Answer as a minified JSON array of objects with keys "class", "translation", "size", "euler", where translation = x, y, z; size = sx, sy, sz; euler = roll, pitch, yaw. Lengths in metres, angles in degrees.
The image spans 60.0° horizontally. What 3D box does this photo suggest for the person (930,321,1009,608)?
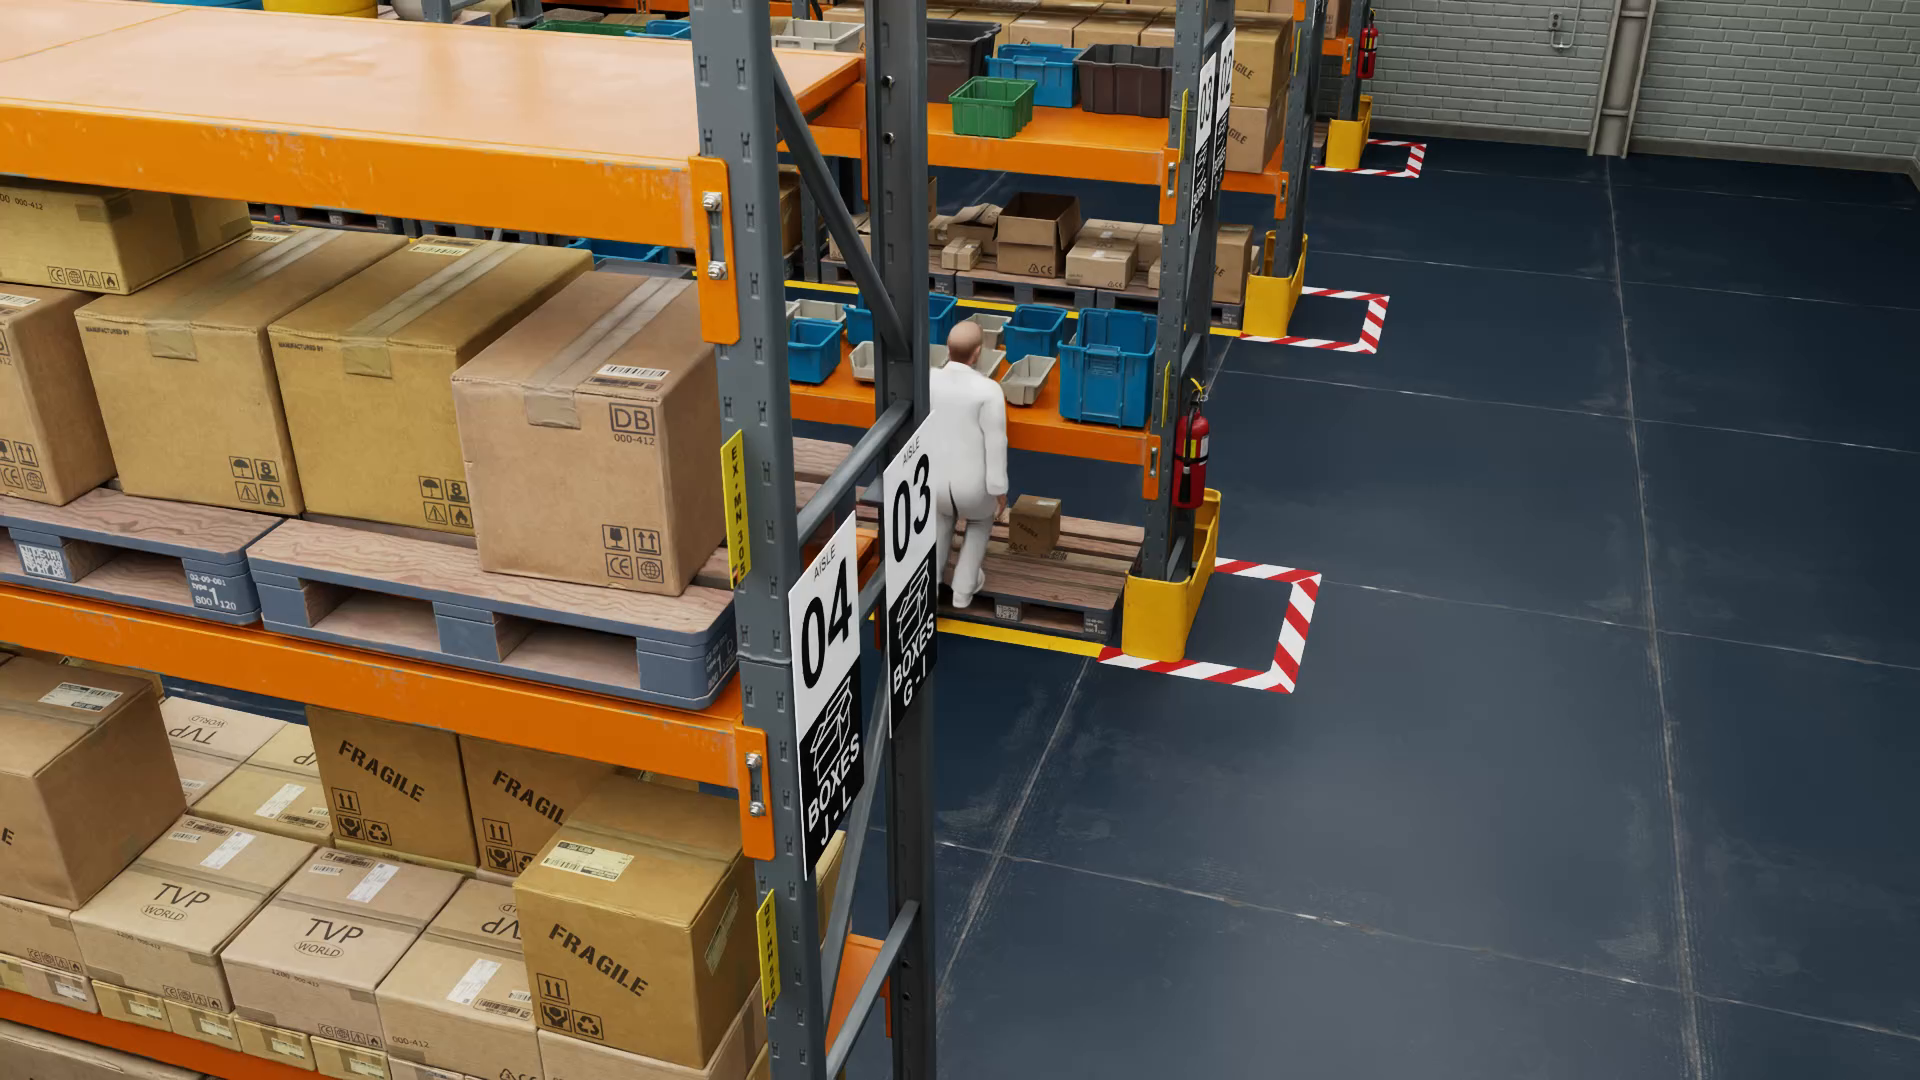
[{"class":"person","translation":[0.027,-0.399,9.039],"size":[0.618,1.708,0.459],"euler":[11,31,20]}]
